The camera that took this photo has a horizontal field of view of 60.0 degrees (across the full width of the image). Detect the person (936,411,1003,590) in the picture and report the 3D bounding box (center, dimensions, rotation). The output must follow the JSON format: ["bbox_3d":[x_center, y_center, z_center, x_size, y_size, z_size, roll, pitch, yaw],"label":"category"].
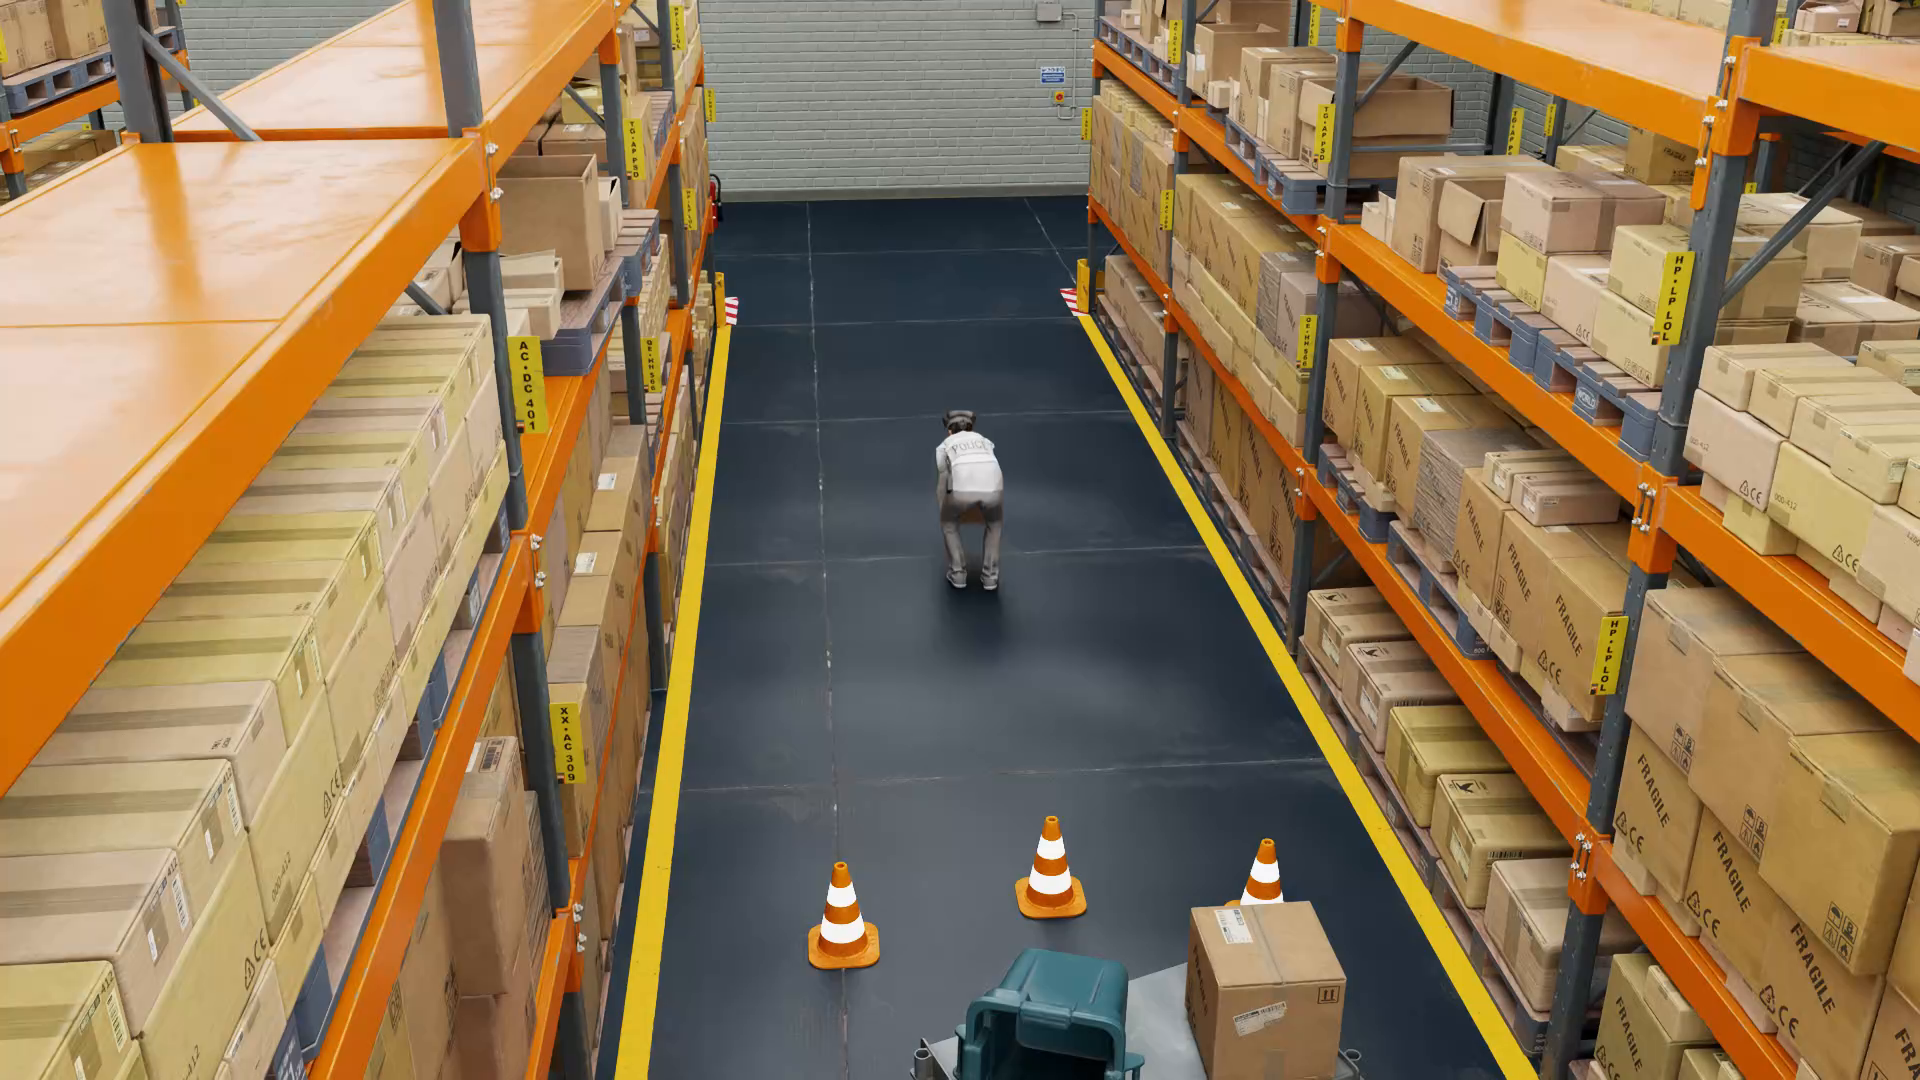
[{"bbox_3d":[0.062,-0.277,11.598,0.439,1.128,0.916,-3,24,-8],"label":"person"}]
